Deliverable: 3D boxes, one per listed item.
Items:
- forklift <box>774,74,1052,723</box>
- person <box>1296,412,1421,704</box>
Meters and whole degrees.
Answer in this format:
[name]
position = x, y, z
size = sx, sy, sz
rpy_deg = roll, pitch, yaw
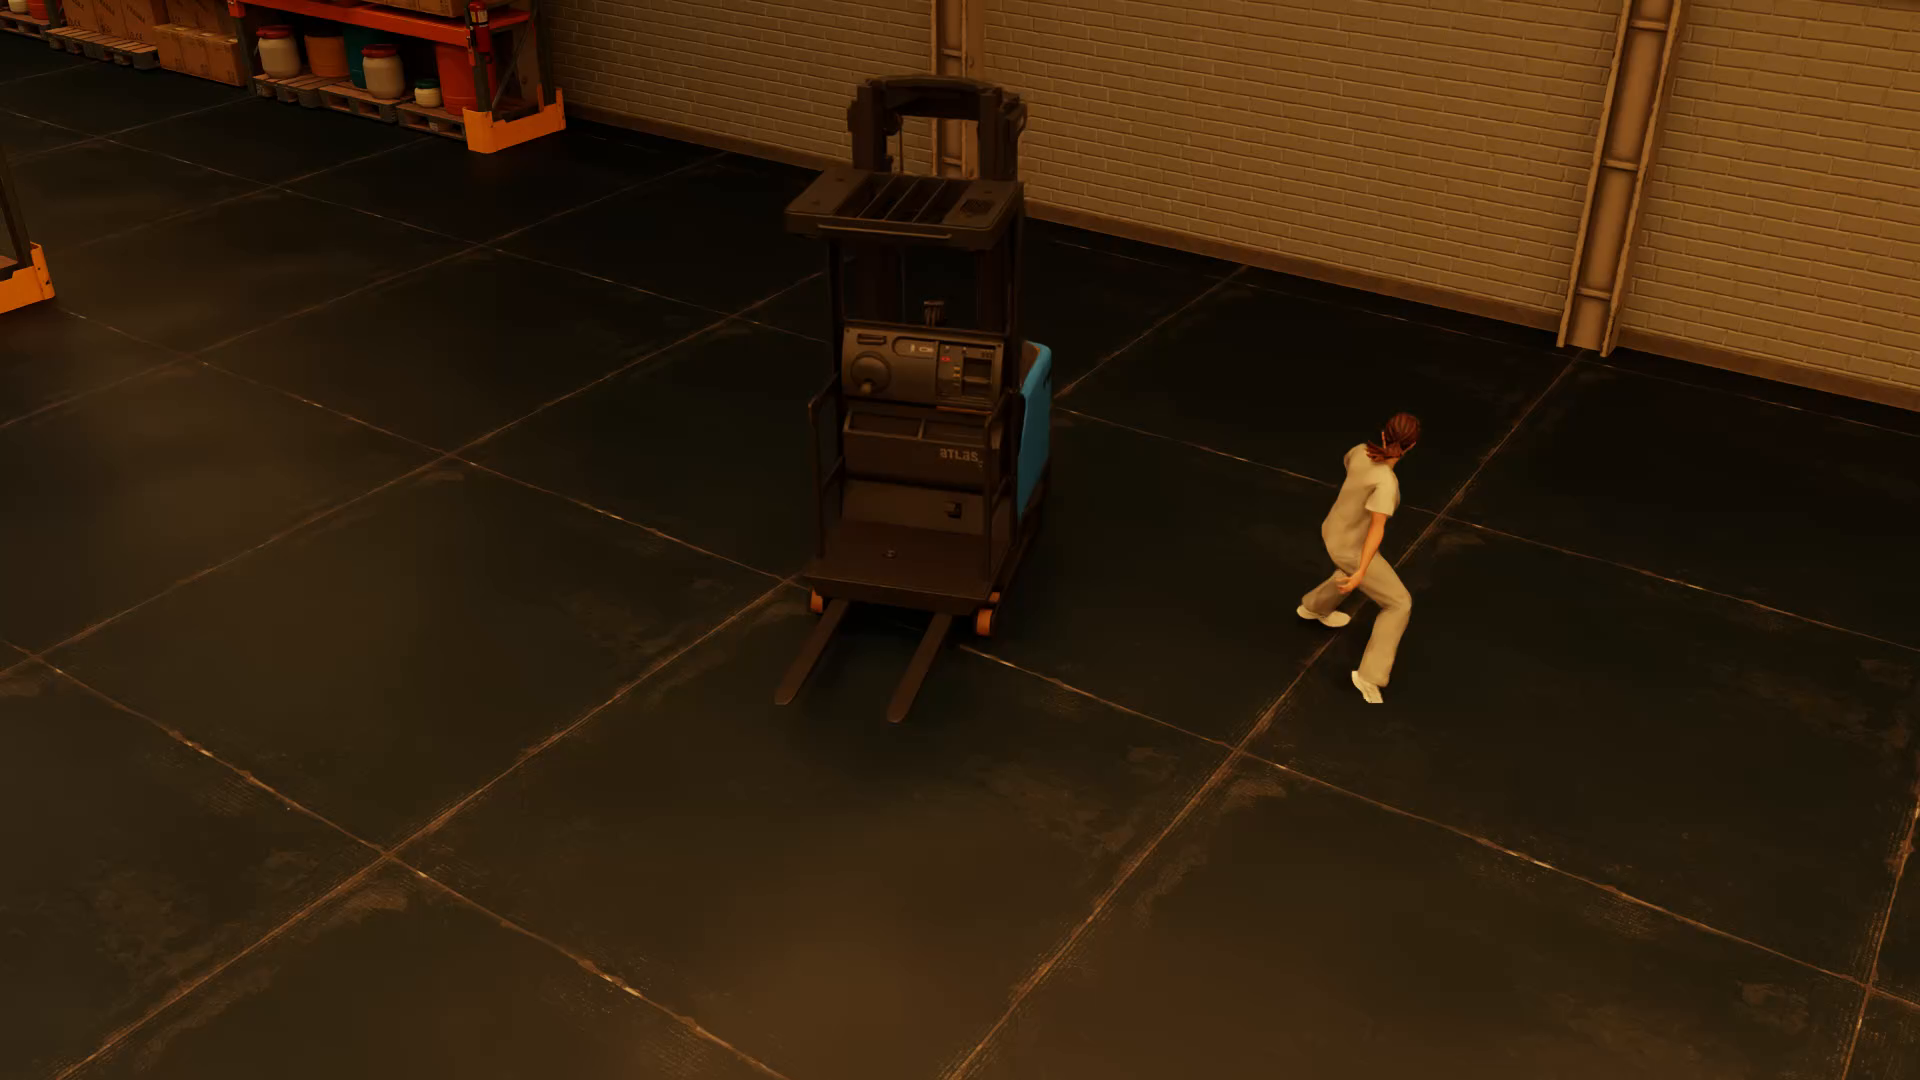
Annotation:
[forklift]
position = -0.263, -0.924, 9.173
size = 1.130, 2.935, 3.031
rpy_deg = 7, 31, 12
[person]
position = 2.195, 0.066, 8.979
size = 0.532, 1.611, 0.942
rpy_deg = -1, 30, -1
